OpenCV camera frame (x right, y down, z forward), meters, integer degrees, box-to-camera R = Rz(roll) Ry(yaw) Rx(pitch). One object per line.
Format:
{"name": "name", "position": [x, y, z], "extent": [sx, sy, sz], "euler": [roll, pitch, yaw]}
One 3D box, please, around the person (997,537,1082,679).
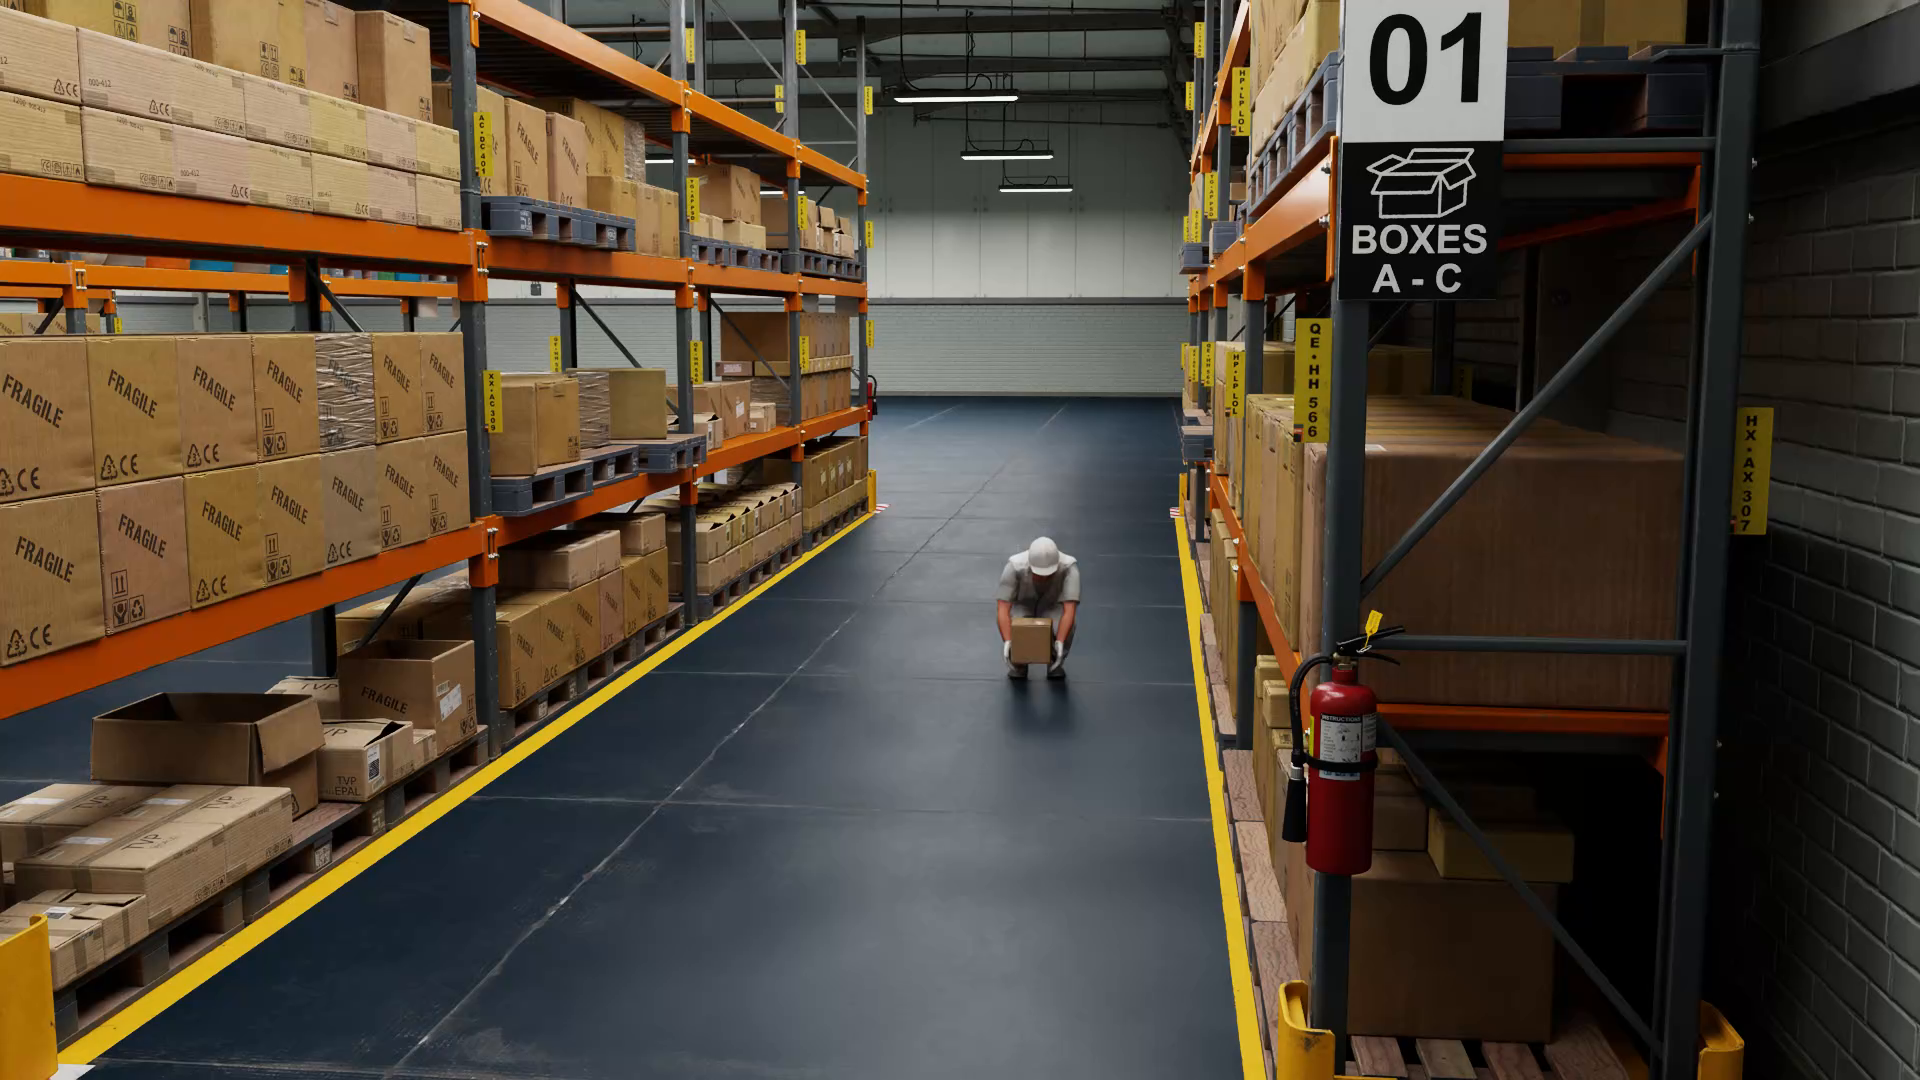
{"name": "person", "position": [0.524, 0.437, 10.963], "extent": [0.565, 0.990, 0.882], "euler": [1, 8, 6]}
